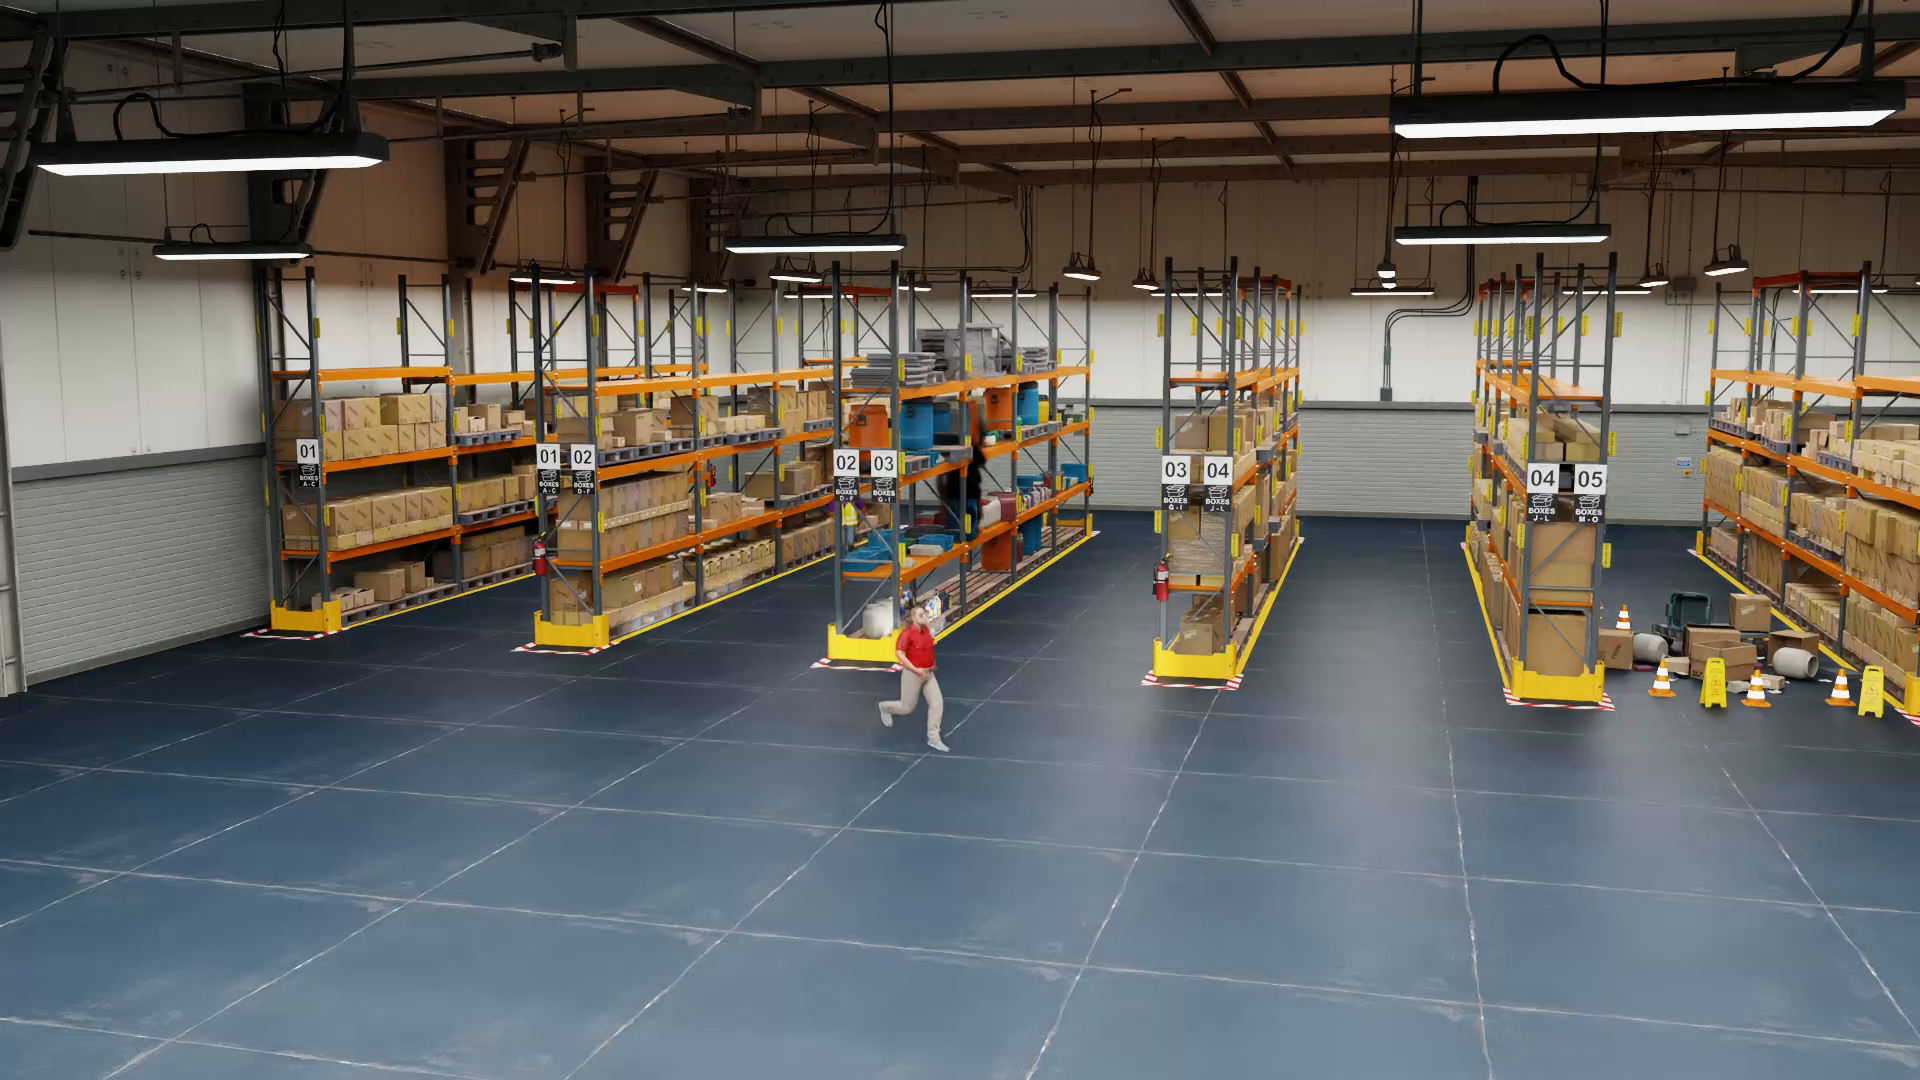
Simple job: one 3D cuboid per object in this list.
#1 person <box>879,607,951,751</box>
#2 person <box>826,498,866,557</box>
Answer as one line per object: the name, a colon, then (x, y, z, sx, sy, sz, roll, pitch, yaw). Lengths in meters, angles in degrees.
person: (-0.536, 1.654, 20.049, 1.024, 1.719, 0.642, 7, 10, 43)
person: (-2.248, -0.279, 32.664, 0.770, 1.736, 0.494, 0, 7, 2)
